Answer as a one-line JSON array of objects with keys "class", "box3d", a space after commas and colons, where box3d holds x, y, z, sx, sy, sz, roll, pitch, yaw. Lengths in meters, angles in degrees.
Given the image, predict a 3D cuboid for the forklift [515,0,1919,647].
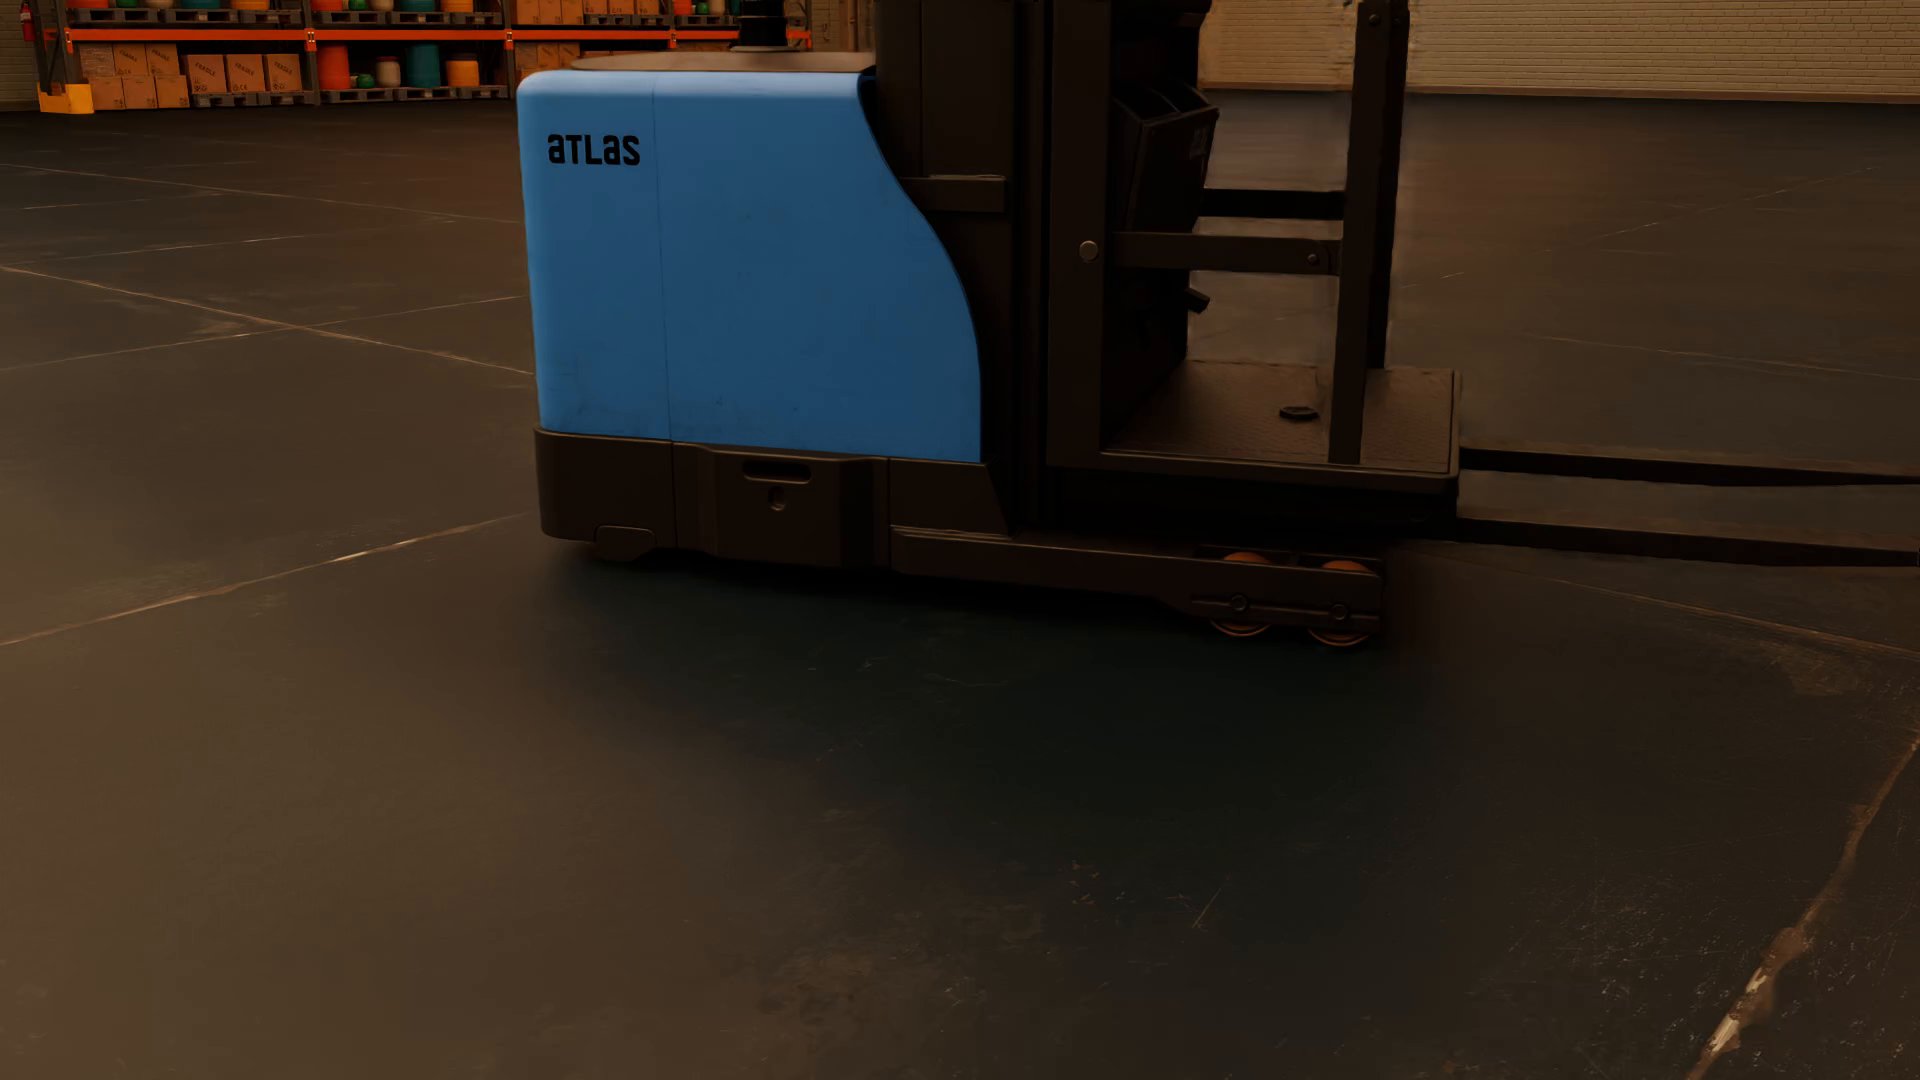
[{"class": "forklift", "box3d": [0.621, -1.366, 3.395, 3.031, 2.935, 1.130, 5, 18, 16]}]
